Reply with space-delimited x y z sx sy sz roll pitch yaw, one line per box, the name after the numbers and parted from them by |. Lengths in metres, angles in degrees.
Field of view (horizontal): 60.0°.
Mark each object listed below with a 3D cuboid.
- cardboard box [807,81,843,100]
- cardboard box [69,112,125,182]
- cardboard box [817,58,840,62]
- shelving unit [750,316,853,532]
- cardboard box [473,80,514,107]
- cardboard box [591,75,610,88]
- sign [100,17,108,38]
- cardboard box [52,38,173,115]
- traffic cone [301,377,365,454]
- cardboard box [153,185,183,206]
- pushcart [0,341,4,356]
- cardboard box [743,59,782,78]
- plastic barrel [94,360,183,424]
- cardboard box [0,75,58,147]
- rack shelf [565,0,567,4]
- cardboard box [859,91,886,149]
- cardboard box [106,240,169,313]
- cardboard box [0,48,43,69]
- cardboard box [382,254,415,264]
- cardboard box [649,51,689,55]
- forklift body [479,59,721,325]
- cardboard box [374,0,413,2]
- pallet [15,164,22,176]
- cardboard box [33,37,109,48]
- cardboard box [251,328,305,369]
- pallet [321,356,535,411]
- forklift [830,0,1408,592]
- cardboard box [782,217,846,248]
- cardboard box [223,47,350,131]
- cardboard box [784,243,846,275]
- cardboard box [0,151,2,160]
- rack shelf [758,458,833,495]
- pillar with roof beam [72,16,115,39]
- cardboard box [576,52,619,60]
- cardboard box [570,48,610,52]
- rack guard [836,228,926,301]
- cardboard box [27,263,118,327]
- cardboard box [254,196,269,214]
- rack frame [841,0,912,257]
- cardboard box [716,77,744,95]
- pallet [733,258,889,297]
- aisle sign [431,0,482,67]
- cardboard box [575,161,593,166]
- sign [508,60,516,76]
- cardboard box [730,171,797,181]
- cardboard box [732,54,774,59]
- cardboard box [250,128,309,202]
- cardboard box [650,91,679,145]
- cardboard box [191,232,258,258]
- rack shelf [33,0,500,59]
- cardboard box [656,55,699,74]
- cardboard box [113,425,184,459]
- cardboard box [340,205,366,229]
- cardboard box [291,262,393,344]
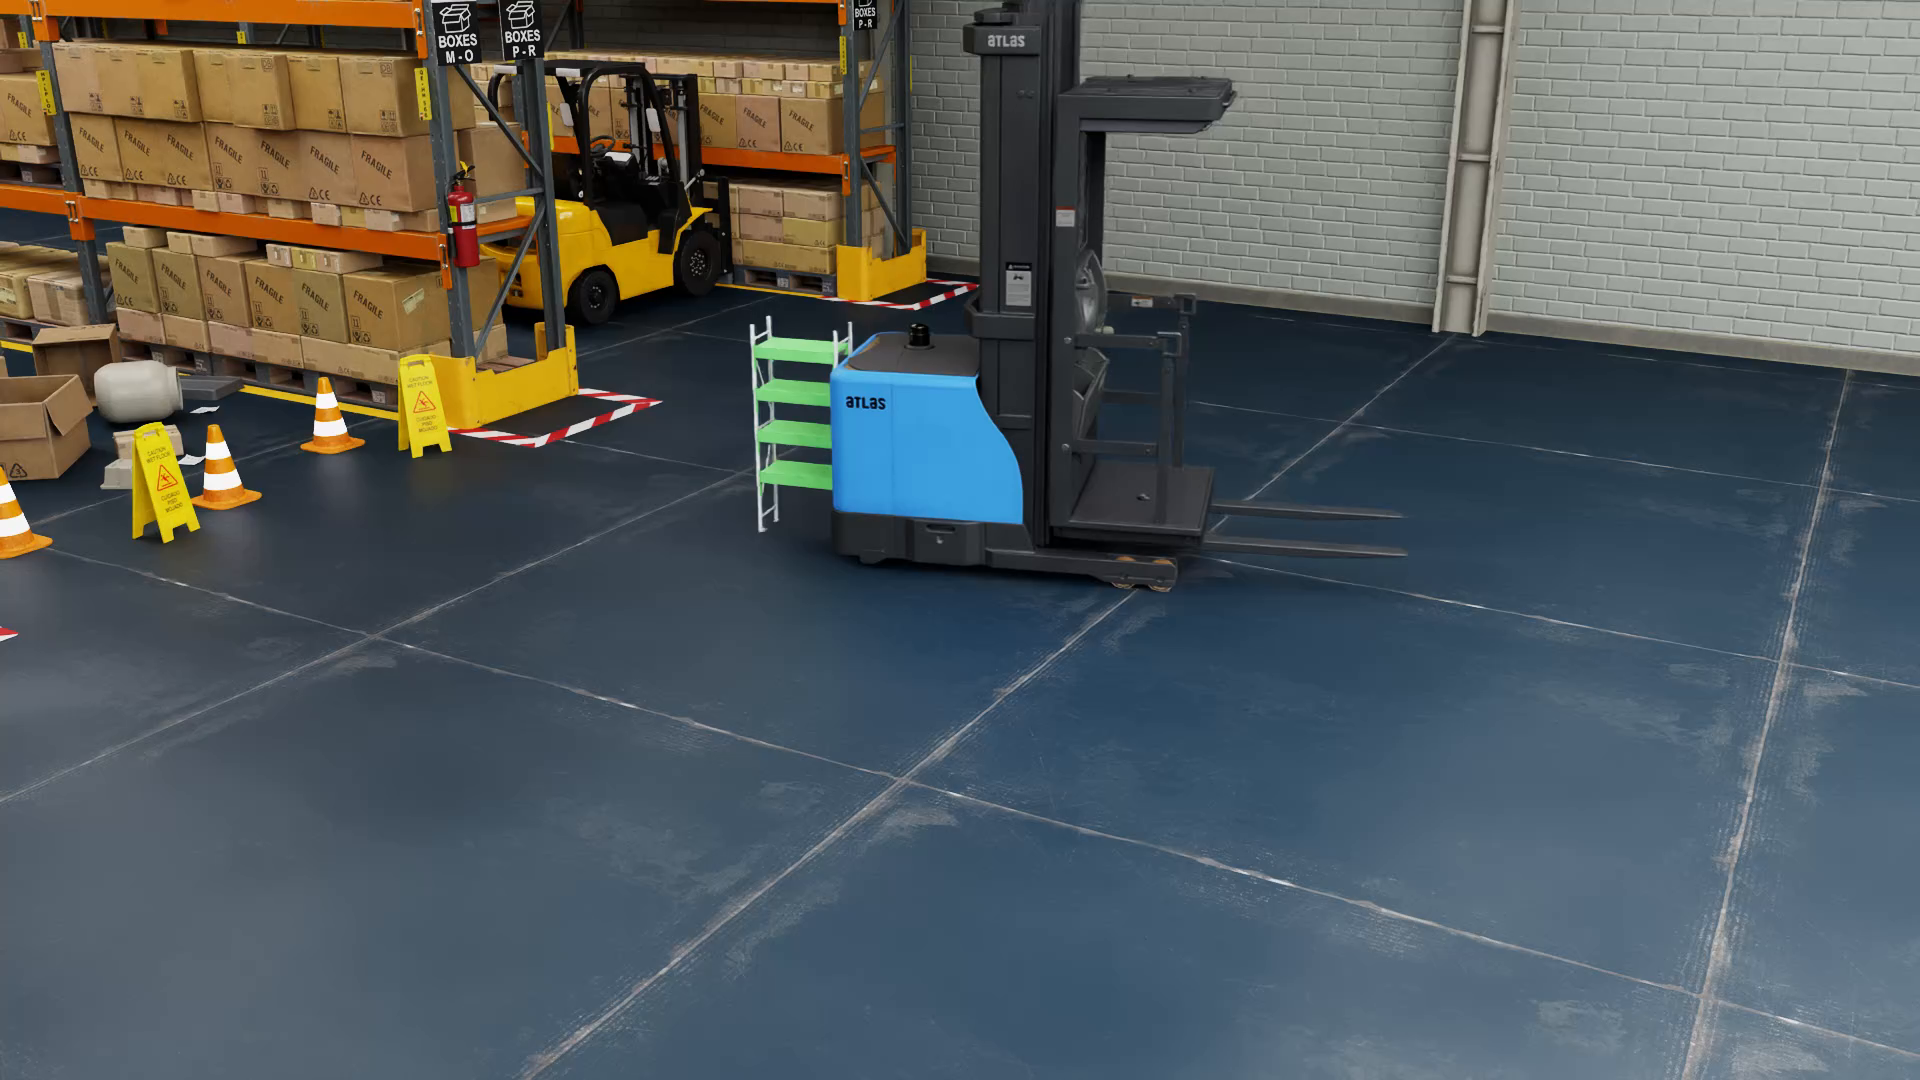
-1.204 -4.157 15.329 0.250 0.149 0.380 11 23 28 | cardboard box
-6.426 -3.048 12.787 0.500 0.500 0.500 11 23 27 | cardboard box
-1.155 -4.505 15.851 0.250 0.149 0.380 12 23 29 | cardboard box
-0.871 -0.625 9.328 0.503 1.200 0.258 6 21 17 | shelving unit
-4.810 -4.666 17.317 0.500 0.250 0.500 10 22 26 | cardboard box
-3.459 -4.576 16.483 0.250 0.149 0.380 11 23 28 | cardboard box
-10.973 -6.537 21.288 0.005 0.325 0.100 11 23 27 | sign
-6.396 -3.537 12.668 0.500 0.500 0.700 11 22 27 | cardboard box
-4.186 -0.848 11.023 0.334 0.463 0.336 11 23 27 | traffic cone
-5.864 -2.639 12.609 0.250 0.149 0.380 12 23 29 | cardboard box
-7.742 -1.098 11.839 0.936 0.377 1.648 3 20 9 | pushcart
-1.833 -4.450 15.701 0.250 0.149 0.380 11 23 28 | cardboard box
-5.723 -1.034 11.596 0.512 0.421 0.421 -7 21 -20 | plastic barrel
-7.189 -3.411 13.170 0.500 0.500 0.500 10 22 26 | cardboard box
-6.003 -5.901 17.889 4.000 0.370 1.077 11 23 27 | rack shelf
-1.061 -4.043 15.965 0.500 0.500 0.500 12 23 29 | cardboard box
-6.291 -2.097 13.063 0.500 0.500 0.500 12 23 30 | cardboard box
-7.911 -4.040 13.955 0.250 0.149 0.380 12 23 30 | cardboard box
-4.231 -1.916 12.565 0.500 0.500 0.500 10 22 25 | cardboard box
-2.928 -4.859 16.826 0.250 0.149 0.380 10 22 26 | cardboard box
-3.310 -3.204 15.044 1.214 2.155 2.313 11 23 27 | forklift body
-3.630 -3.621 10.917 0.250 0.149 0.380 11 23 28 | cardboard box
-8.418 -3.276 14.278 1.213 0.211 1.003 11 23 27 | pallet
-10.927 -5.924 20.535 0.500 0.500 0.700 11 23 29 | cardboard box
-4.927 -1.486 12.478 0.500 0.250 0.500 10 22 25 | cardboard box
-3.940 -1.200 12.364 1.213 0.211 1.003 11 23 27 | pallet
0.873 -1.307 8.671 3.031 2.935 1.130 4 20 11 | forklift
-1.342 -2.959 15.806 0.500 0.250 0.500 10 22 27 | cardboard box
-4.668 -3.170 11.656 0.500 0.500 0.700 10 22 27 | cardboard box
-1.329 -2.720 15.881 0.500 0.250 0.500 11 23 28 | cardboard box
-7.722 -3.182 13.490 0.250 0.149 0.380 10 22 26 | cardboard box
-0.871 -0.339 9.432 0.480 0.148 0.258 6 21 17 | rack shelf
-13.508 -7.749 17.532 0.400 9.000 9.100 11 23 27 | pillar with roof beam
-3.624 -4.790 16.638 0.250 0.149 0.380 10 22 26 | cardboard box
-3.830 -5.025 17.284 0.250 0.149 0.380 11 23 27 | cardboard box
-0.743 -2.652 15.942 0.348 0.500 1.175 11 23 27 | rack guard
-7.133 -2.066 13.901 0.625 0.372 0.950 11 23 28 | cardboard box
-4.938 -2.493 12.207 0.250 0.149 0.380 11 23 27 | cardboard box
-0.764 -3.831 15.527 0.127 3.000 1.000 11 23 27 | rack frame
-2.105 -4.327 15.797 0.250 0.149 0.380 10 22 26 | cardboard box
-1.453 -2.635 16.319 1.213 0.211 1.003 11 23 27 | pallet
-3.269 -3.478 10.742 0.004 0.787 0.394 11 23 27 | aisle sign
-3.733 -3.847 17.521 0.500 0.250 0.500 11 23 28 | cardboard box
-4.513 -4.840 16.727 0.005 0.325 0.100 11 23 27 | sign
-1.961 -3.510 16.594 0.500 0.250 0.500 11 22 27 | cardboard box
-2.035 -4.690 16.362 0.250 0.149 0.380 10 22 26 | cardboard box
-4.660 -2.717 11.872 0.500 0.500 0.500 11 23 27 | cardboard box
-2.662 -4.136 16.222 0.500 0.500 0.500 11 23 28 | cardboard box
-5.525 -2.234 12.491 0.250 0.149 0.380 12 23 30 | cardboard box
-4.928 -3.757 11.980 4.000 0.370 1.077 11 23 27 | rack shelf
-2.733 -4.620 16.168 0.250 0.149 0.380 11 23 28 | cardboard box
-5.311 -0.629 10.881 0.380 0.149 0.250 -11 23 -29 | cardboard box
-4.101 -2.291 11.651 0.250 0.149 0.380 10 22 26 | cardboard box
-4.466 -1.751 12.111 0.500 0.500 0.500 12 23 29 | cardboard box
